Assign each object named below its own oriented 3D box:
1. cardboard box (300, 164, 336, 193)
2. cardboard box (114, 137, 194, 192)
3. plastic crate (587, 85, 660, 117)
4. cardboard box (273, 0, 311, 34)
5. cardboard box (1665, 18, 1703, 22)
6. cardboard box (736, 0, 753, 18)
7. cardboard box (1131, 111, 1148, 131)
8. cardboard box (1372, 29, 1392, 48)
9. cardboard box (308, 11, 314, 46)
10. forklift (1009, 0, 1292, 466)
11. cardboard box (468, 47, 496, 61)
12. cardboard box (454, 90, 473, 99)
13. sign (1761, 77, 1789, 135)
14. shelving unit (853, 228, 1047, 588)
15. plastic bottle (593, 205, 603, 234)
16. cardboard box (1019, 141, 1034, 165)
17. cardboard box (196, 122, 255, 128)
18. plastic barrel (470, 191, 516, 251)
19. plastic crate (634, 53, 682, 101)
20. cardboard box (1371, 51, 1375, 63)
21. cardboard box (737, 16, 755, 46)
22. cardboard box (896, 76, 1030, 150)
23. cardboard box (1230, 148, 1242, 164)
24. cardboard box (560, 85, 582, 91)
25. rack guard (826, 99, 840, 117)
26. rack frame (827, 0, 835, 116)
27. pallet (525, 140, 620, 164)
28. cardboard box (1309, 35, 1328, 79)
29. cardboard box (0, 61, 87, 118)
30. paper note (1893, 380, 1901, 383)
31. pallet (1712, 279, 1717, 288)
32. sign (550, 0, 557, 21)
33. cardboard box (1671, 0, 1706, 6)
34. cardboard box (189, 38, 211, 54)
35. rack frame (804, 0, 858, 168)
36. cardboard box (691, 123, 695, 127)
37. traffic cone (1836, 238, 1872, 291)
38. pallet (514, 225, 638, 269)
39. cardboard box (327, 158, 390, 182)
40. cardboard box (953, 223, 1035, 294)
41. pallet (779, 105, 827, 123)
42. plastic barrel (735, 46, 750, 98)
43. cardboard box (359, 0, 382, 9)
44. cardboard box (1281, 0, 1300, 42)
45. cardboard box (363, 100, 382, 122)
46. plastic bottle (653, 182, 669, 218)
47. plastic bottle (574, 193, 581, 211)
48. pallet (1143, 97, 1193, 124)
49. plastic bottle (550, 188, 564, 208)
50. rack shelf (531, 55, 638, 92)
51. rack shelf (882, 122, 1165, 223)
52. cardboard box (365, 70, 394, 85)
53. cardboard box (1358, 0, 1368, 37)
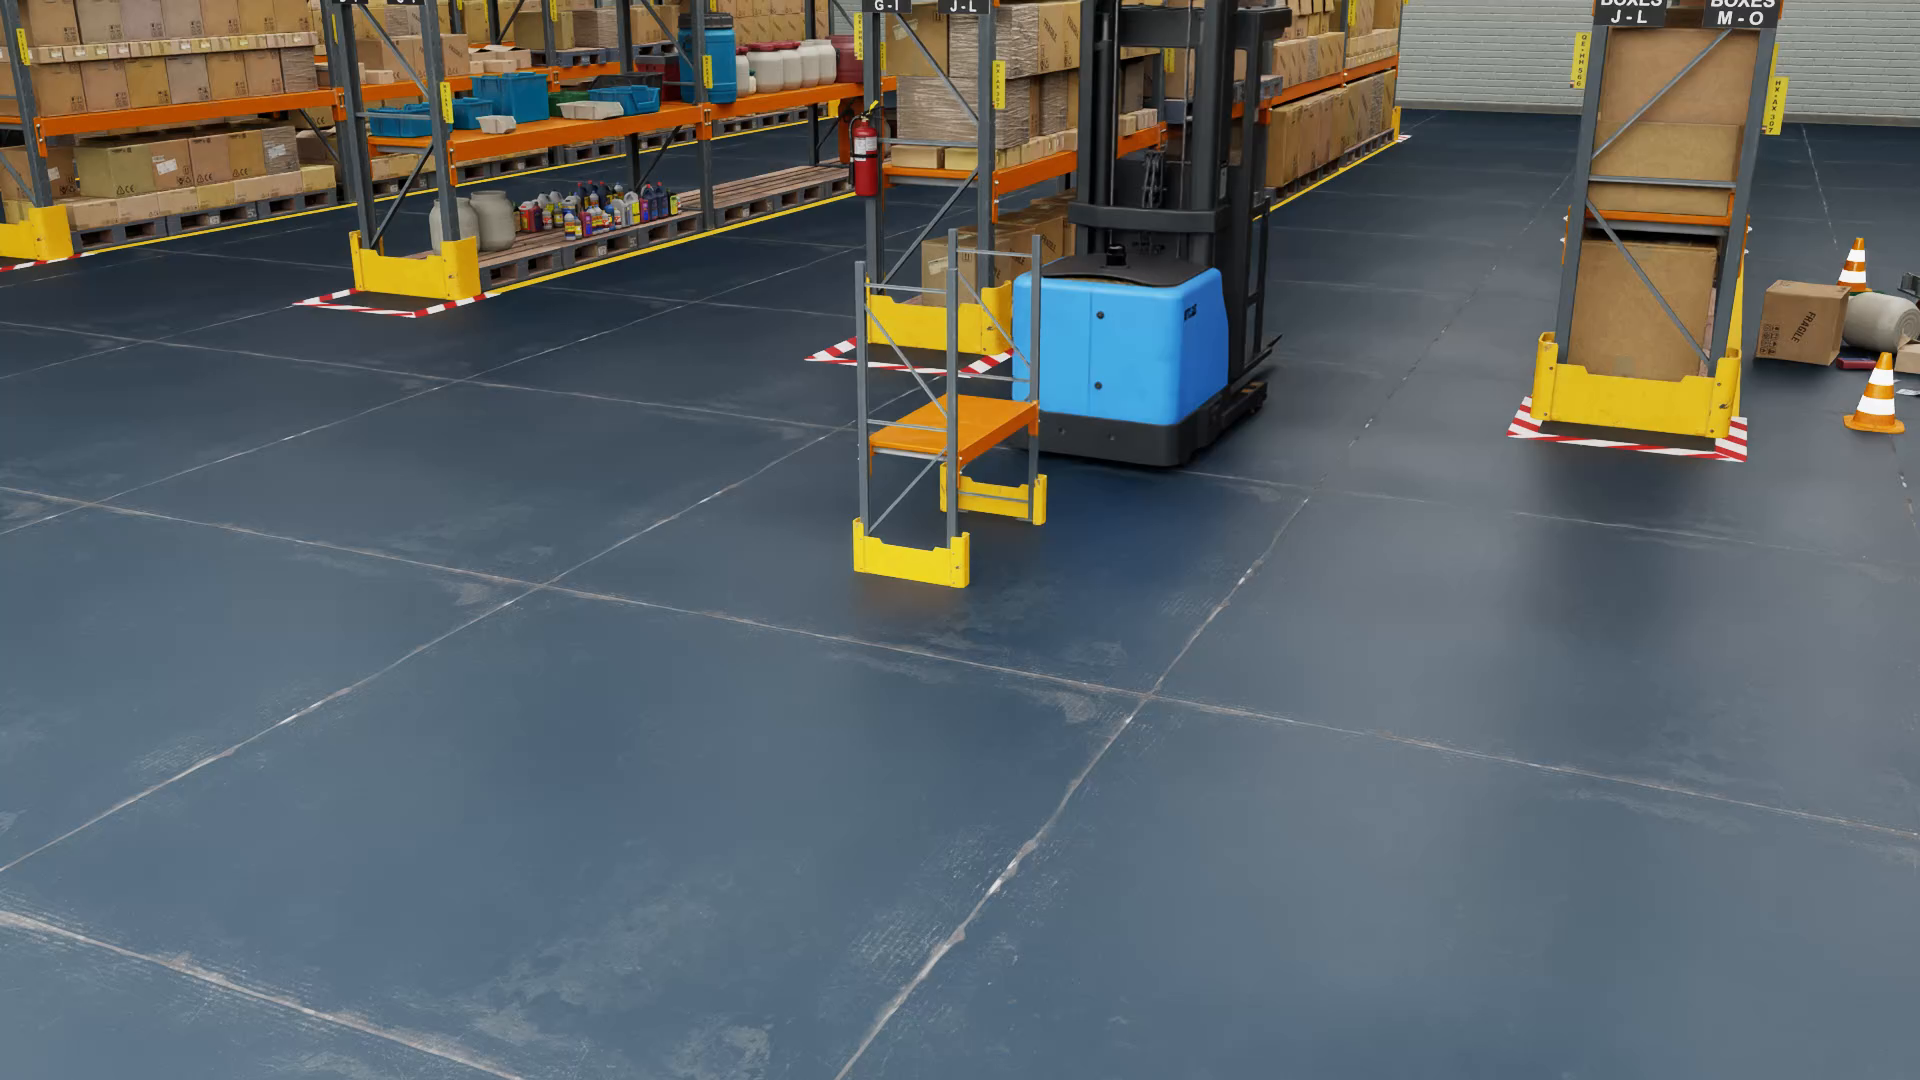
[{"bbox_3d":[-7.613,-4.196,19.268,0.500,0.250,0.500,9,21,23],"label":"cardboard box"},{"bbox_3d":[-8.442,-3.939,17.427,0.500,0.500,0.500,9,21,23],"label":"cardboard box"},{"bbox_3d":[-3.311,-4.339,16.415,0.499,0.251,0.616,9,21,23],"label":"plastic crate"},{"bbox_3d":[-7.798,-5.987,18.742,0.700,0.500,0.500,9,21,23],"label":"cardboard box"},{"bbox_3d":[4.941,-3.192,11.132,0.875,0.550,0.550,9,21,23],"label":"cardboard box"},{"bbox_3d":[-3.686,-8.692,26.793,0.500,0.500,0.500,8,21,21],"label":"cardboard box"},{"bbox_3d":[1.483,-3.806,15.068,0.380,0.149,0.250,9,21,23],"label":"cardboard box"},{"bbox_3d":[6.163,-7.503,24.871,0.500,0.250,0.500,8,21,22],"label":"cardboard box"},{"bbox_3d":[-10.073,-7.677,24.956,0.500,0.500,0.500,9,22,24],"label":"cardboard box"},{"bbox_3d":[1.373,-2.252,10.426,1.130,2.935,3.031,9,21,24],"label":"forklift"},{"bbox_3d":[-6.527,-6.399,22.120,0.500,0.311,0.500,8,21,22],"label":"cardboard box"},{"bbox_3d":[-8.468,-7.824,29.097,0.700,0.500,0.500,9,21,23],"label":"cardboard box"},{"bbox_3d":[4.763,-2.538,9.719,0.100,0.325,0.005,9,21,23],"label":"sign"},{"bbox_3d":[-0.031,-0.683,8.152,0.587,1.500,1.083,9,21,23],"label":"shelving unit"},{"bbox_3d":[-3.535,-3.131,16.210,0.097,0.271,0.097,0,20,0],"label":"plastic bottle"},{"bbox_3d":[0.346,-2.966,12.709,0.380,0.149,0.250,9,21,23],"label":"cardboard box"},{"bbox_3d":[-8.296,-4.468,18.914,0.500,0.500,0.500,9,21,23],"label":"cardboard box"},{"bbox_3d":[-4.338,-2.952,15.380,0.421,0.512,0.421,0,20,0],"label":"plastic barrel"},{"bbox_3d":[-3.186,-5.005,17.970,0.402,0.464,0.583,9,21,23],"label":"plastic crate"},{"bbox_3d":[5.751,-6.954,23.920,0.380,0.149,0.250,8,21,21],"label":"cardboard box"},{"bbox_3d":[-3.682,-8.234,26.995,0.500,0.500,0.500,9,21,24],"label":"cardboard box"},{"bbox_3d":[0.026,-3.234,12.492,0.875,0.500,0.500,9,21,23],"label":"cardboard box"},{"bbox_3d":[2.795,-4.150,18.735,0.700,0.500,0.500,7,21,20],"label":"cardboard box"},{"bbox_3d":[-5.797,-6.407,23.963,0.500,0.250,0.500,9,22,25],"label":"cardboard box"},{"bbox_3d":[-2.740,-7.933,30.029,1.175,0.500,0.348,9,21,23],"label":"rack guard"},{"bbox_3d":[-2.709,-9.134,29.675,1.000,3.000,0.127,9,21,23],"label":"rack frame"},{"bbox_3d":[-5.644,-5.597,23.893,1.003,0.211,1.213,9,21,23],"label":"pallet"},{"bbox_3d":[4.331,-6.106,21.013,0.500,0.500,0.500,8,21,22],"label":"cardboard box"},{"bbox_3d":[-9.058,-4.431,16.302,0.700,0.500,0.500,9,21,23],"label":"cardboard box"},{"bbox_3d":[6.491,-1.103,11.555,0.123,0.001,0.032,-14,24,-33],"label":"paper note"},{"bbox_3d":[6.144,-2.326,14.694,1.003,0.211,1.213,9,21,23],"label":"pallet"},{"bbox_3d":[-5.477,-7.159,22.393,0.100,0.325,0.005,9,21,23],"label":"sign"},{"bbox_3d":[9.119,-6.678,20.685,0.500,0.500,0.500,8,21,21],"label":"cardboard box"},{"bbox_3d":[-8.166,-5.236,17.598,0.380,0.149,0.250,9,22,24],"label":"cardboard box"},{"bbox_3d":[-1.467,-6.007,20.884,1.000,3.000,0.127,9,21,23],"label":"rack frame"},{"bbox_3d":[-4.287,-6.750,26.047,0.500,0.500,0.500,8,21,22],"label":"cardboard box"},{"bbox_3d":[7.824,-2.401,14.530,0.336,0.463,0.334,9,21,23],"label":"traffic cone"},{"bbox_3d":[-3.916,-2.897,16.300,1.003,0.211,1.213,9,21,23],"label":"pallet"},{"bbox_3d":[-7.231,-4.457,20.002,0.500,0.250,0.500,8,21,21],"label":"cardboard box"},{"bbox_3d":[0.260,-2.278,13.503,0.500,0.500,0.500,15,25,37],"label":"cardboard box"},{"bbox_3d":[-3.065,-7.553,29.392,1.003,0.211,1.213,9,21,23],"label":"pallet"},{"bbox_3d":[-2.513,-5.111,18.161,0.433,0.535,0.433,0,20,0],"label":"plastic barrel"},{"bbox_3d":[-9.460,-8.495,26.137,0.500,0.250,0.500,8,21,22],"label":"cardboard box"},{"bbox_3d":[3.635,-6.268,19.970,0.797,0.503,0.637,9,22,24],"label":"cardboard box"},{"bbox_3d":[-9.720,-7.026,26.329,0.750,0.750,0.750,8,21,22],"label":"cardboard box"},{"bbox_3d":[-3.106,-3.507,17.151,0.144,0.351,0.185,8,21,21],"label":"plastic bottle"},{"bbox_3d":[-3.918,-3.409,16.993,0.097,0.271,0.097,0,20,0],"label":"plastic bottle"},{"bbox_3d":[1.859,-4.228,16.168,1.003,0.211,1.213,9,21,23],"label":"pallet"},{"bbox_3d":[-4.066,-3.366,16.755,0.144,0.351,0.185,8,21,22],"label":"plastic bottle"},{"bbox_3d":[-5.166,-6.961,24.638,1.077,0.370,4.000,9,21,23],"label":"rack shelf"},{"bbox_3d":[0.595,-3.155,13.936,1.077,0.370,4.000,9,21,23],"label":"rack shelf"},{"bbox_3d":[-7.073,-5.590,20.085,0.380,0.149,0.250,9,21,23],"label":"cardboard box"},{"bbox_3d":[5.328,-7.234,22.995,0.500,0.500,0.500,9,21,23],"label":"cardboard box"}]
